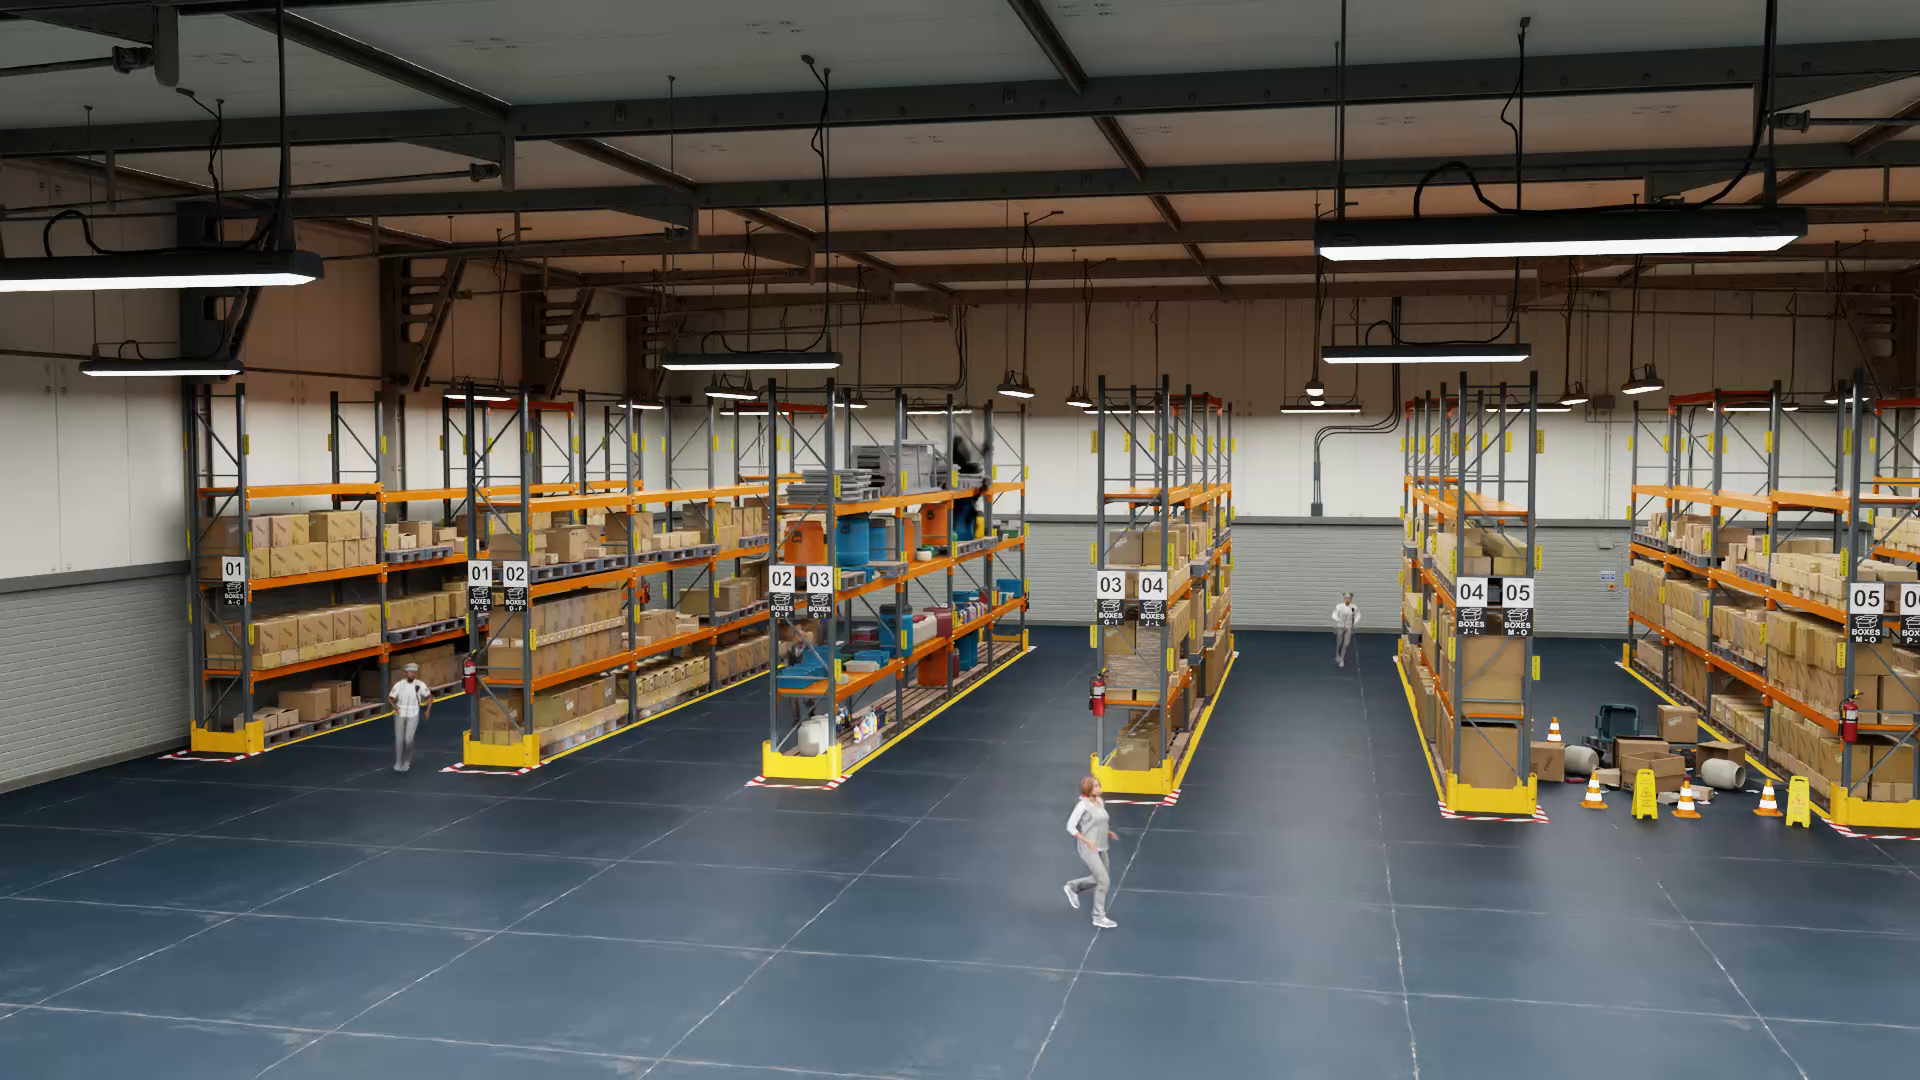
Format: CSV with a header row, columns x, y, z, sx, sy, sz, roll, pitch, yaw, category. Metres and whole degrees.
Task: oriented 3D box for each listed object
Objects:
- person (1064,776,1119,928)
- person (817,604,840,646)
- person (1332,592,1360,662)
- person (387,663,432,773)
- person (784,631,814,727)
x,y,z,sx,sy,sz,roll,pitch,yaw,category
1.333,3.231,17.332,0.680,1.553,0.498,2,4,37,person
-2.836,1.980,35.588,0.560,1.434,0.536,1,3,10,person
8.754,1.966,37.718,0.626,1.615,0.652,1,3,14,person
-8.437,2.717,25.490,0.648,1.670,0.598,-1,3,-12,person
-2.852,2.467,29.658,0.668,1.681,0.766,1,3,9,person
